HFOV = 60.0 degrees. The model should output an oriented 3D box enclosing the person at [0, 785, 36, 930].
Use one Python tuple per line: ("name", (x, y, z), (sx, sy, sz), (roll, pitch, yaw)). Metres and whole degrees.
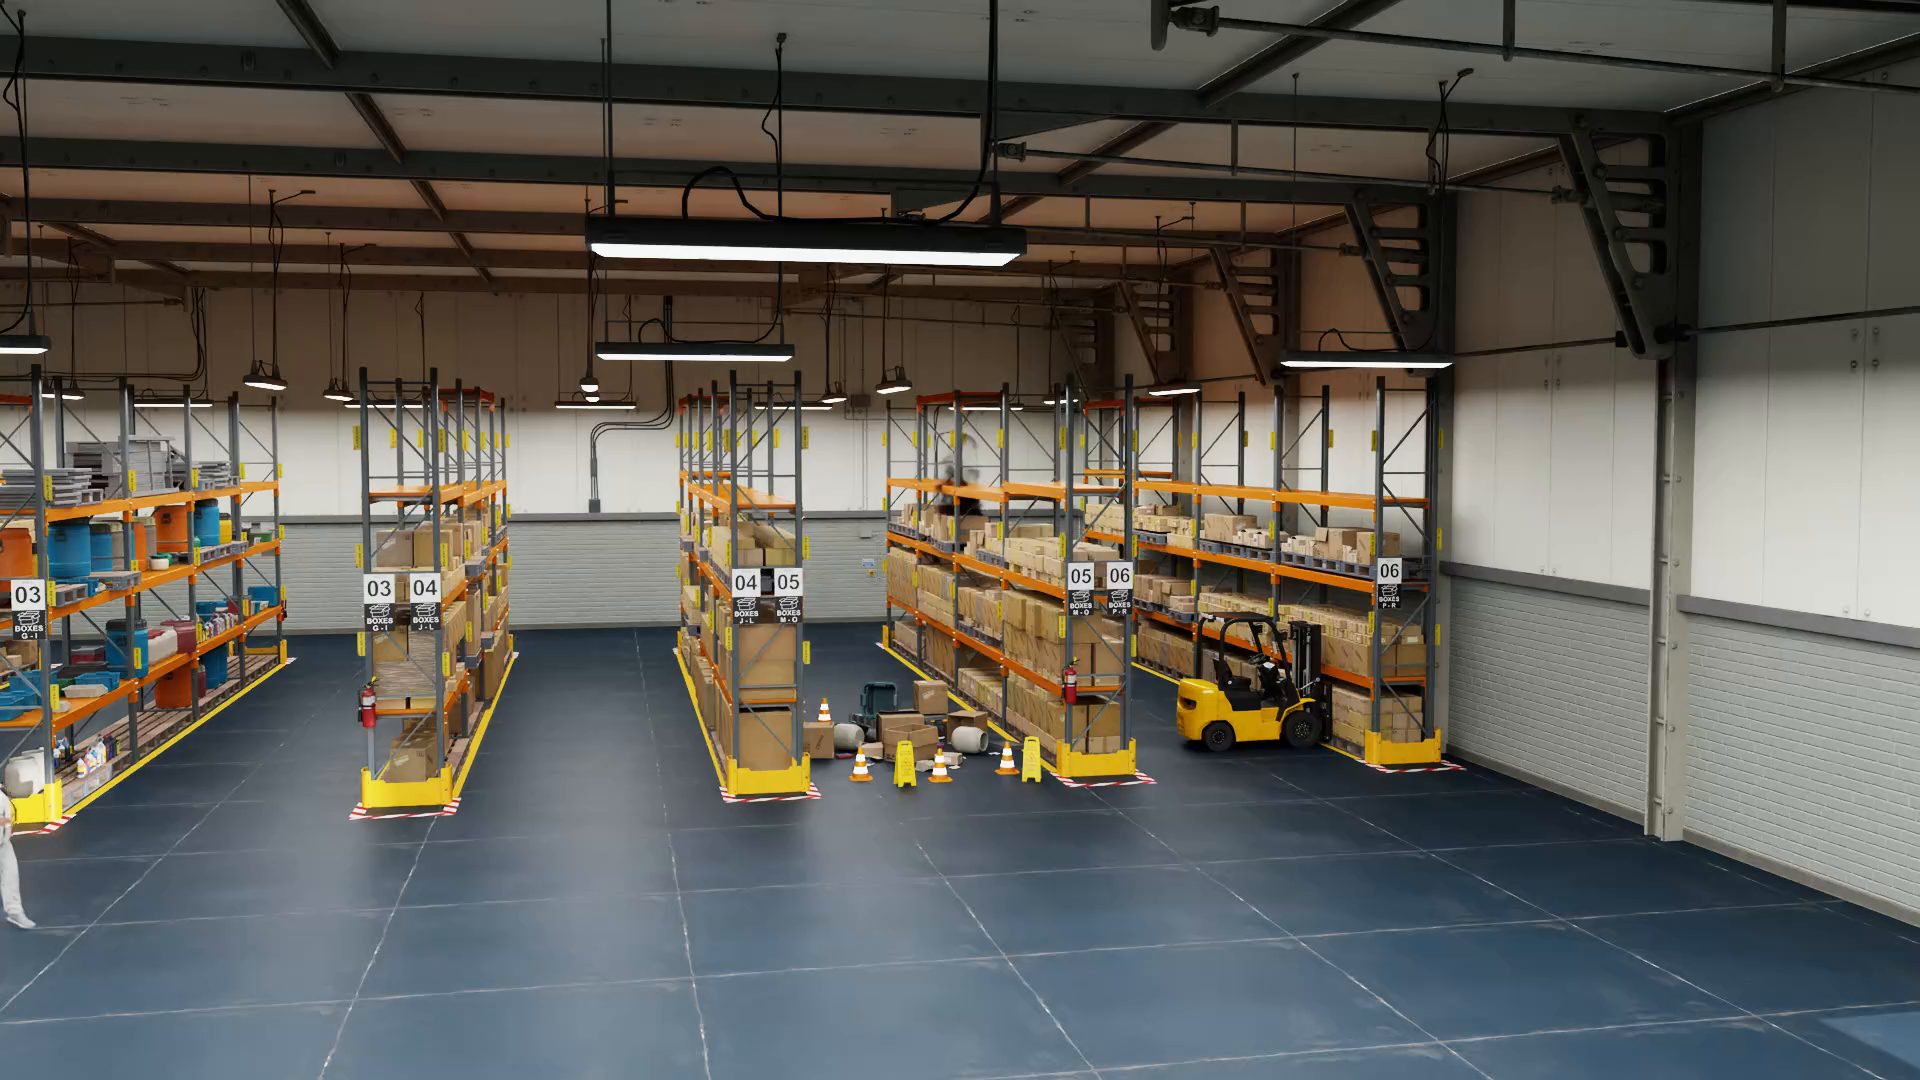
("person", (-9.970, 3.094, 17.015), (0.969, 1.805, 0.660), (1, 3, 11))
